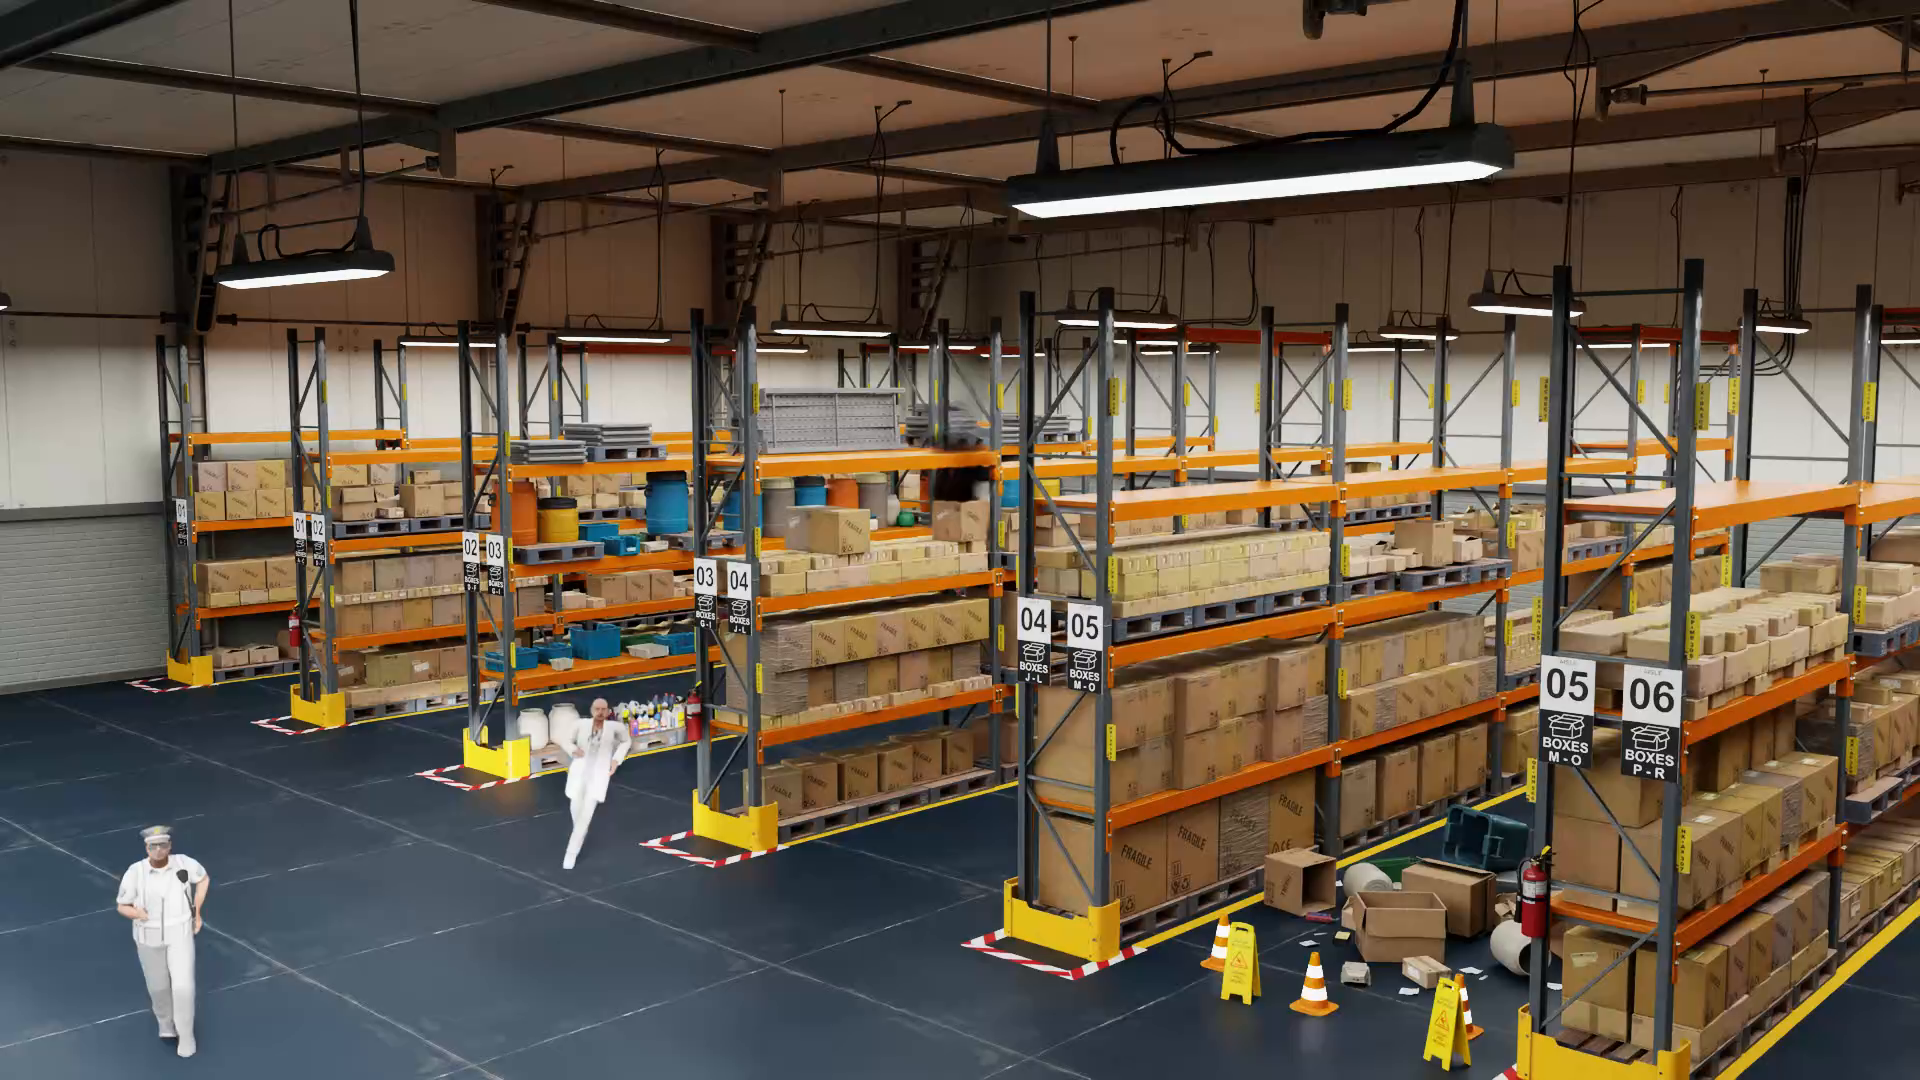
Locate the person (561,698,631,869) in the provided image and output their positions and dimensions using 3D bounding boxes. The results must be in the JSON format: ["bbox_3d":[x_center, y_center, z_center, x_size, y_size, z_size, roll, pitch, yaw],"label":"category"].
[{"bbox_3d":[-3.967,2.591,18.096,0.715,1.773,0.983,0,5,0],"label":"person"}]

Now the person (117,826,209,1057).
[{"bbox_3d":[-6.143,3.099,12.847,0.638,1.834,0.767,-2,6,-22],"label":"person"}]
